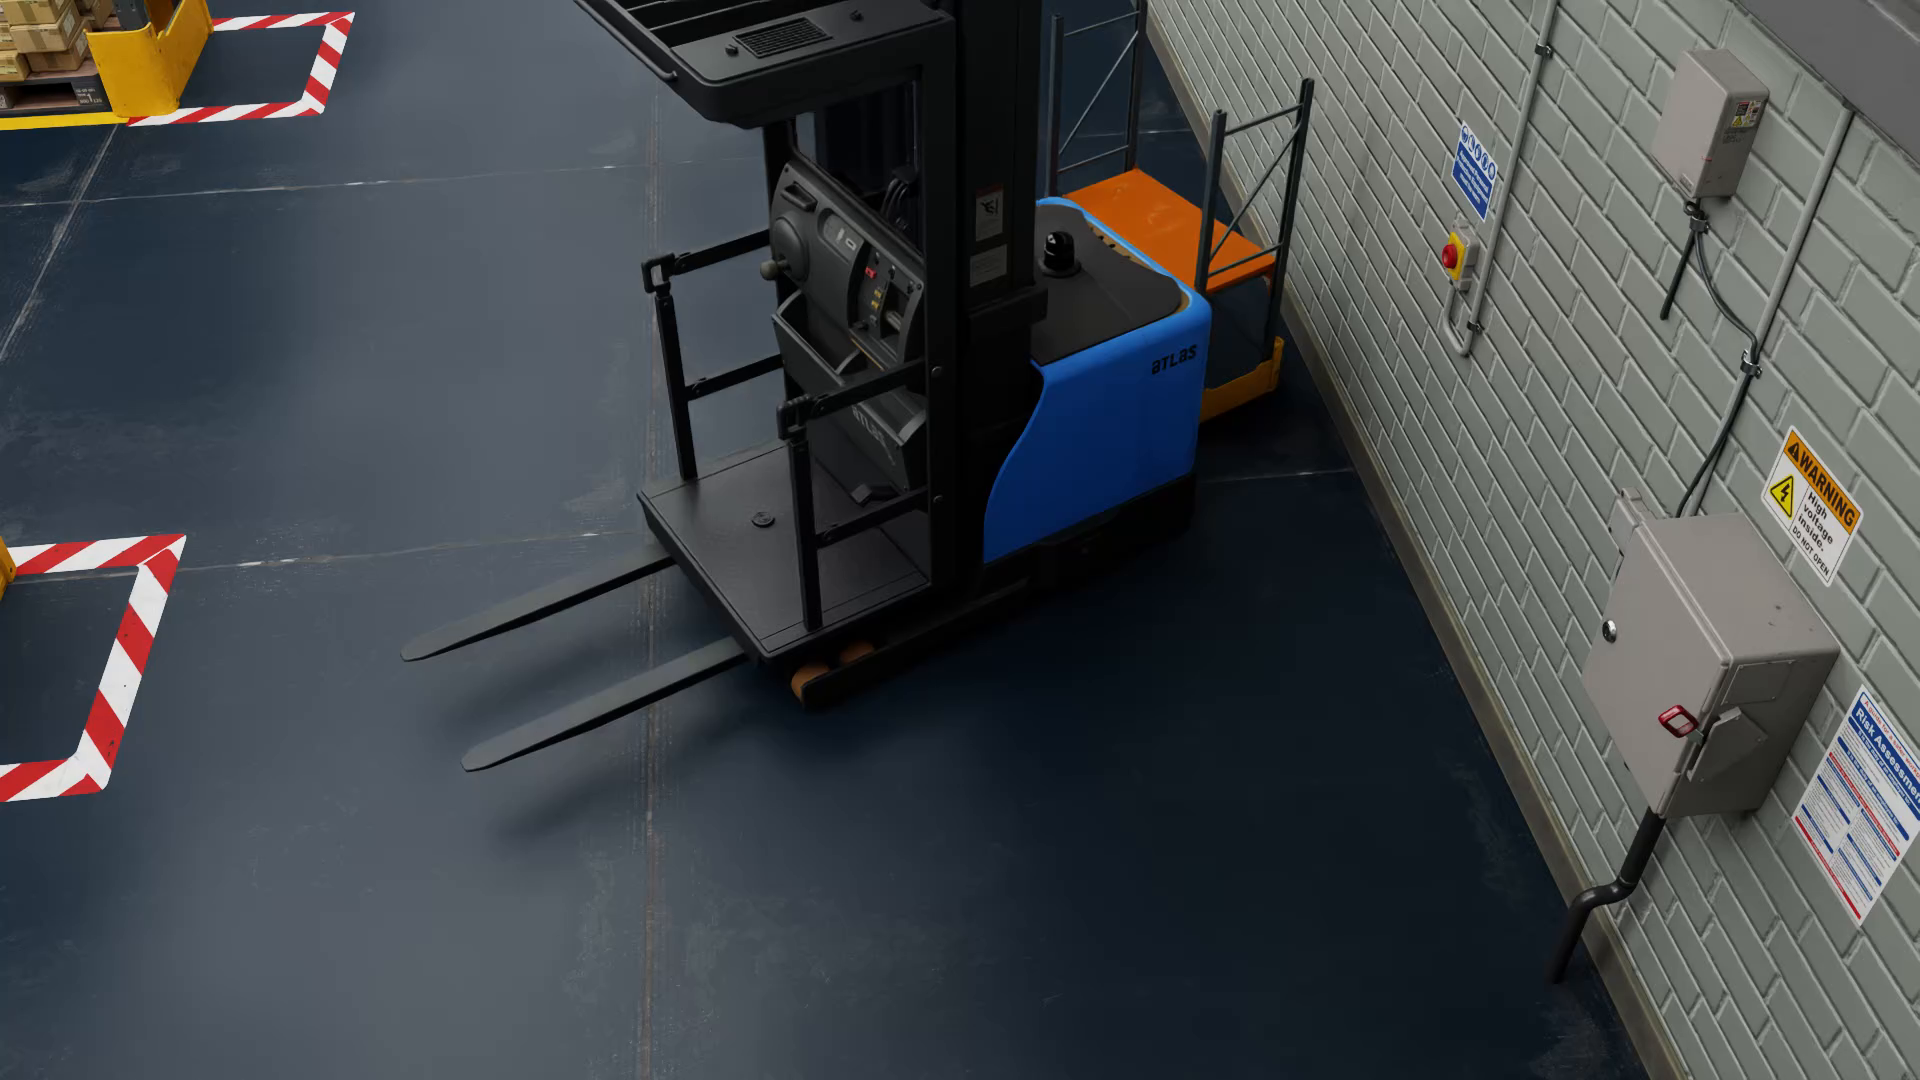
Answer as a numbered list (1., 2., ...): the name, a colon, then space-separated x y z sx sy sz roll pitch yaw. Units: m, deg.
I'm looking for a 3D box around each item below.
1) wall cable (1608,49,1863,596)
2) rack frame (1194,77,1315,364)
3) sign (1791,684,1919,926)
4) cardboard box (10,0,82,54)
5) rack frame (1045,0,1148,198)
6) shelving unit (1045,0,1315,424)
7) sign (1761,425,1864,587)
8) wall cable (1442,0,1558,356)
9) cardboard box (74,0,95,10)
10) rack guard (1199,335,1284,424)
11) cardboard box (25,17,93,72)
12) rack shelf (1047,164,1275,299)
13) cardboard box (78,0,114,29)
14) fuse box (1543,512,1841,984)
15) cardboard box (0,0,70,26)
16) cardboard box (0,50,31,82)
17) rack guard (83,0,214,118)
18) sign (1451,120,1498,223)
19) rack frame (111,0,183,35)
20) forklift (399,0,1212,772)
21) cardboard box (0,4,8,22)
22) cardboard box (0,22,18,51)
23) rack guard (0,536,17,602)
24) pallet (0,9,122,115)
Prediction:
1. wall cable: 1.907 -0.566 4.380 0.122 1.984 0.588 -5 42 -6
2. rack frame: 1.176 -1.156 6.912 0.500 1.500 0.032 -25 48 -25
3. sign: 2.108 0.623 3.890 0.001 0.494 0.329 -5 42 -6
4. cardboard box: -5.105 -2.876 9.292 0.250 0.149 0.380 -6 42 -7
5. rack frame: 0.597 -1.716 7.533 0.500 1.500 0.032 -25 48 -25
6. shelving unit: 0.892 -1.431 7.217 0.587 1.500 1.083 -25 48 -25
7. sign: 2.037 -0.084 3.986 0.001 0.242 0.339 -5 42 -6
8. wall cable: 1.711 -1.519 5.412 0.123 1.953 0.585 -5 42 -6
9. cardboard box: -5.172 -3.236 9.691 0.250 0.149 0.380 -3 42 -4
10. rack guard: 1.175 -0.693 7.331 0.587 0.250 0.087 -25 48 -25
11. cardboard box: -5.114 -2.817 9.448 0.250 0.149 0.380 -4 42 -5
12. rack shelf: 0.887 -1.302 7.343 0.538 0.185 1.000 -25 48 -25
13. cardboard box: -5.180 -3.168 9.837 0.250 0.149 0.380 -4 42 -5
14. fuse box: 1.839 0.756 4.634 0.414 1.711 0.539 -5 42 -6
15. cardboard box: -5.111 -3.007 9.215 0.250 0.149 0.380 -5 42 -5
16. cardboard box: -5.356 -2.727 9.349 0.250 0.149 0.380 -4 42 -4
17. rack guard: -4.694 -2.969 9.668 0.348 0.500 1.175 -5 42 -6
18. sign: 1.766 -1.268 5.714 0.001 0.218 0.327 -5 42 -6
19. rack frame: -4.619 -3.903 8.838 0.127 3.000 1.000 -5 42 -6
20. forklift: -0.566 -0.889 5.547 3.031 2.935 1.130 -24 47 -24
21. cardboard box: -5.368 -3.024 9.233 0.250 0.149 0.380 -4 42 -5
22. cardboard box: -5.371 -2.889 9.306 0.250 0.149 0.380 -6 42 -7
23. rack guard: -3.853 0.301 6.043 0.348 0.500 1.175 -5 42 -6
24. pallet: -5.504 -2.814 9.712 1.213 0.211 1.003 -5 42 -6
